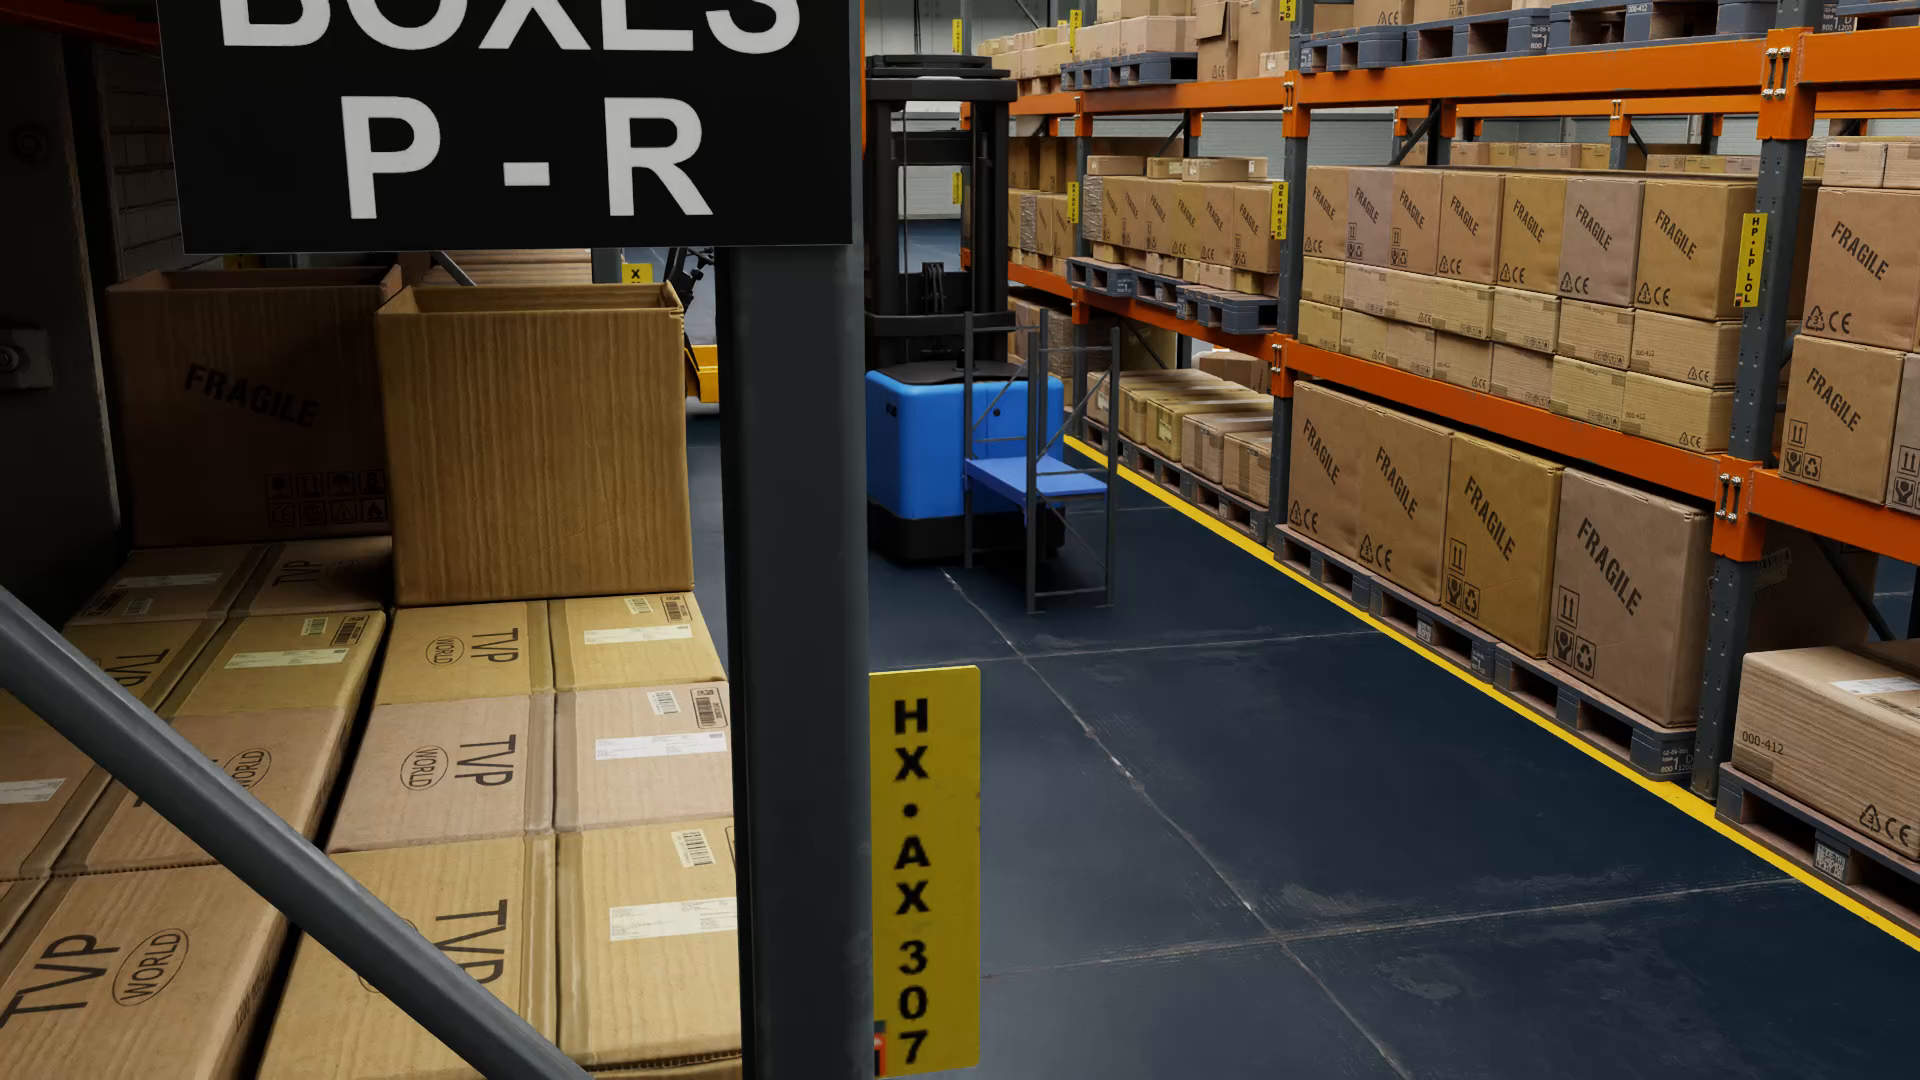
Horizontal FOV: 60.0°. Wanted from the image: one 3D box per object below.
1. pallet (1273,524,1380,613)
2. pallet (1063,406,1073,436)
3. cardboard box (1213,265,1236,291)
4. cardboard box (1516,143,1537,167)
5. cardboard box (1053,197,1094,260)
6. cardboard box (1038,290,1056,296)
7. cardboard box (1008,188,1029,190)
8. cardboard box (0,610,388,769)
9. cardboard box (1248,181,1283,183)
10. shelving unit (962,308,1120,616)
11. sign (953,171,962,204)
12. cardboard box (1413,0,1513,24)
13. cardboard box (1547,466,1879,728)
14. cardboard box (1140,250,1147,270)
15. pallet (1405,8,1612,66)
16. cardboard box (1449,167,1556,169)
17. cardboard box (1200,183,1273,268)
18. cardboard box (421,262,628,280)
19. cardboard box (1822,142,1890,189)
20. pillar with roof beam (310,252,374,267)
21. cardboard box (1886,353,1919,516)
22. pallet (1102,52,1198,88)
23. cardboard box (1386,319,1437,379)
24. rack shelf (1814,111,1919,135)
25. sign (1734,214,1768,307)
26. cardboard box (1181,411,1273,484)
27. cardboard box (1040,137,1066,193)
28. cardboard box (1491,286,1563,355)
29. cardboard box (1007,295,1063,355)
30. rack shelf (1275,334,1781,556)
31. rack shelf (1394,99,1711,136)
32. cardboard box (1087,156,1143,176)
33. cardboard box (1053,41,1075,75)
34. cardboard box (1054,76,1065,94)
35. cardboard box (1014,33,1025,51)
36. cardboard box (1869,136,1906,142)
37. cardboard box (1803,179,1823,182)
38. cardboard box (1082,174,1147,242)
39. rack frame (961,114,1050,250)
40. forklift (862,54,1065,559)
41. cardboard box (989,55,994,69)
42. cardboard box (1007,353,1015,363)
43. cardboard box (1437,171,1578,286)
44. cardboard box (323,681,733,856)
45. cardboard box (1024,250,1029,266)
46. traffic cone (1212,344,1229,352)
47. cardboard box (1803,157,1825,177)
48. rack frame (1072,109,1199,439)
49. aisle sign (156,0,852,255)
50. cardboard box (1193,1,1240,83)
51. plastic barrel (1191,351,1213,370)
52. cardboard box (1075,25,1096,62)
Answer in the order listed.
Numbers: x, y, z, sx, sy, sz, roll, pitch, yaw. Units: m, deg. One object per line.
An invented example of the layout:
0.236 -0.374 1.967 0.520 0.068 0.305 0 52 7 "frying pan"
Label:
2.495 0.122 9.485 1.003 0.211 1.213 -3 14 -13 "pallet"
1.252 -1.140 14.649 1.003 0.211 1.213 -3 14 -13 "pallet"
1.842 -1.677 10.616 0.380 0.149 0.250 -3 14 -14 "cardboard box"
5.943 -3.578 16.162 0.875 0.550 0.550 -3 14 -13 "cardboard box"
1.098 -2.624 14.008 0.500 0.500 0.500 -4 14 -15 "cardboard box"
1.072 -2.207 16.468 0.500 0.500 0.500 -3 14 -11 "cardboard box"
0.471 -3.214 16.423 0.500 0.500 0.500 -3 14 -11 "cardboard box"
-1.159 0.307 2.538 0.500 0.250 0.500 -3 14 -11 "cardboard box"
2.242 -2.175 11.287 0.500 0.500 0.500 -3 14 -12 "cardboard box"
0.426 -0.465 9.170 0.538 1.500 1.048 -5 14 -18 "shelving unit"
-0.023 -3.655 17.243 0.100 0.325 0.005 -3 14 -13 "sign"
2.801 -2.911 8.606 0.700 0.500 0.500 -4 14 -16 "cardboard box"
3.100 0.193 6.908 0.875 0.875 0.875 -3 14 -11 "cardboard box"
1.534 -2.041 12.104 0.380 0.149 0.250 -3 14 -13 "cardboard box"
2.852 -2.381 7.931 1.003 0.211 1.213 -3 14 -11 "pallet"
2.888 -1.731 8.874 0.500 0.500 0.500 -3 14 -12 "cardboard box"
1.874 -2.024 10.670 0.500 0.500 0.500 -4 14 -14 "cardboard box"
-1.519 -0.715 5.938 0.700 0.500 0.500 -3 14 -13 "cardboard box"
3.145 -1.258 5.574 0.380 0.149 0.250 -3 14 -14 "cardboard box"
0.562 -4.546 10.075 9.100 9.000 0.400 -3 14 -13 "pillar with roof beam"
3.293 -0.306 5.148 0.500 0.500 0.500 -3 14 -13 "cardboard box"
1.732 -3.320 11.773 1.213 0.211 1.003 -3 14 -13 "pallet"
2.509 -0.981 8.436 0.500 0.250 0.500 -3 14 -11 "cardboard box"
10.607 -4.463 17.571 1.077 0.370 4.000 -3 14 -13 "rack shelf"
2.798 -0.988 5.877 0.100 0.325 0.005 -3 14 -13 "sign"
2.079 -0.647 11.408 0.950 0.372 0.625 -4 14 -14 "cardboard box"
1.150 -3.486 15.431 0.700 0.500 0.500 -3 14 -14 "cardboard box"
2.731 -0.989 7.416 0.500 0.250 0.500 -3 14 -12 "cardboard box"
0.668 -2.054 15.842 0.500 0.500 0.500 -3 14 -12 "cardboard box"
2.853 -0.608 8.112 1.077 0.370 4.000 -3 14 -13 "rack shelf"
5.762 -4.210 16.535 1.077 0.370 4.000 -3 14 -13 "rack shelf"
1.211 -2.926 12.994 0.380 0.149 0.250 -3 14 -13 "cardboard box"
1.078 -3.958 13.676 0.500 0.250 0.500 -3 14 -14 "cardboard box"
1.016 -3.854 14.089 0.380 0.149 0.250 -3 14 -13 "cardboard box"
0.701 -4.478 14.963 0.380 0.149 0.250 -3 14 -12 "cardboard box"
10.231 -4.123 18.038 0.500 0.500 0.500 -3 14 -13 "cardboard box"
3.499 -1.148 6.489 0.500 0.500 0.500 -3 14 -13 "cardboard box"
1.275 -2.615 13.087 0.500 0.500 0.500 -3 14 -12 "cardboard box"
0.505 -3.265 17.469 1.000 3.000 0.127 -3 14 -13 "rack frame"
-0.320 -1.615 10.862 1.130 2.935 3.031 -5 14 -18 "forklift"
0.473 -4.546 16.083 0.500 0.250 0.500 -3 14 -14 "cardboard box"
0.678 -1.688 15.925 0.500 0.250 0.500 -2 14 -9 "cardboard box"
2.609 -1.475 7.828 0.500 0.500 0.500 -3 14 -12 "cardboard box"
-0.525 0.396 2.174 0.500 0.250 0.500 -3 14 -13 "cardboard box"
0.799 -2.572 15.163 0.380 0.149 0.250 -4 14 -14 "cardboard box"
2.859 -2.145 18.233 0.336 0.463 0.334 -3 14 -13 "traffic cone"
6.713 -2.709 12.880 0.700 0.500 0.500 -3 14 -14 "cardboard box"
1.444 -2.342 13.692 1.000 3.000 0.127 -3 14 -13 "rack frame"
-0.260 -0.560 0.919 0.394 0.787 0.004 -3 14 -13 "aisle sign"
1.998 -3.277 10.981 0.797 0.503 0.637 -3 14 -13 "cardboard box"
2.461 -1.621 16.170 0.512 0.421 0.421 7 15 26 "plastic barrel"
1.192 -3.773 12.661 0.500 0.250 0.500 -4 14 -15 "cardboard box"
